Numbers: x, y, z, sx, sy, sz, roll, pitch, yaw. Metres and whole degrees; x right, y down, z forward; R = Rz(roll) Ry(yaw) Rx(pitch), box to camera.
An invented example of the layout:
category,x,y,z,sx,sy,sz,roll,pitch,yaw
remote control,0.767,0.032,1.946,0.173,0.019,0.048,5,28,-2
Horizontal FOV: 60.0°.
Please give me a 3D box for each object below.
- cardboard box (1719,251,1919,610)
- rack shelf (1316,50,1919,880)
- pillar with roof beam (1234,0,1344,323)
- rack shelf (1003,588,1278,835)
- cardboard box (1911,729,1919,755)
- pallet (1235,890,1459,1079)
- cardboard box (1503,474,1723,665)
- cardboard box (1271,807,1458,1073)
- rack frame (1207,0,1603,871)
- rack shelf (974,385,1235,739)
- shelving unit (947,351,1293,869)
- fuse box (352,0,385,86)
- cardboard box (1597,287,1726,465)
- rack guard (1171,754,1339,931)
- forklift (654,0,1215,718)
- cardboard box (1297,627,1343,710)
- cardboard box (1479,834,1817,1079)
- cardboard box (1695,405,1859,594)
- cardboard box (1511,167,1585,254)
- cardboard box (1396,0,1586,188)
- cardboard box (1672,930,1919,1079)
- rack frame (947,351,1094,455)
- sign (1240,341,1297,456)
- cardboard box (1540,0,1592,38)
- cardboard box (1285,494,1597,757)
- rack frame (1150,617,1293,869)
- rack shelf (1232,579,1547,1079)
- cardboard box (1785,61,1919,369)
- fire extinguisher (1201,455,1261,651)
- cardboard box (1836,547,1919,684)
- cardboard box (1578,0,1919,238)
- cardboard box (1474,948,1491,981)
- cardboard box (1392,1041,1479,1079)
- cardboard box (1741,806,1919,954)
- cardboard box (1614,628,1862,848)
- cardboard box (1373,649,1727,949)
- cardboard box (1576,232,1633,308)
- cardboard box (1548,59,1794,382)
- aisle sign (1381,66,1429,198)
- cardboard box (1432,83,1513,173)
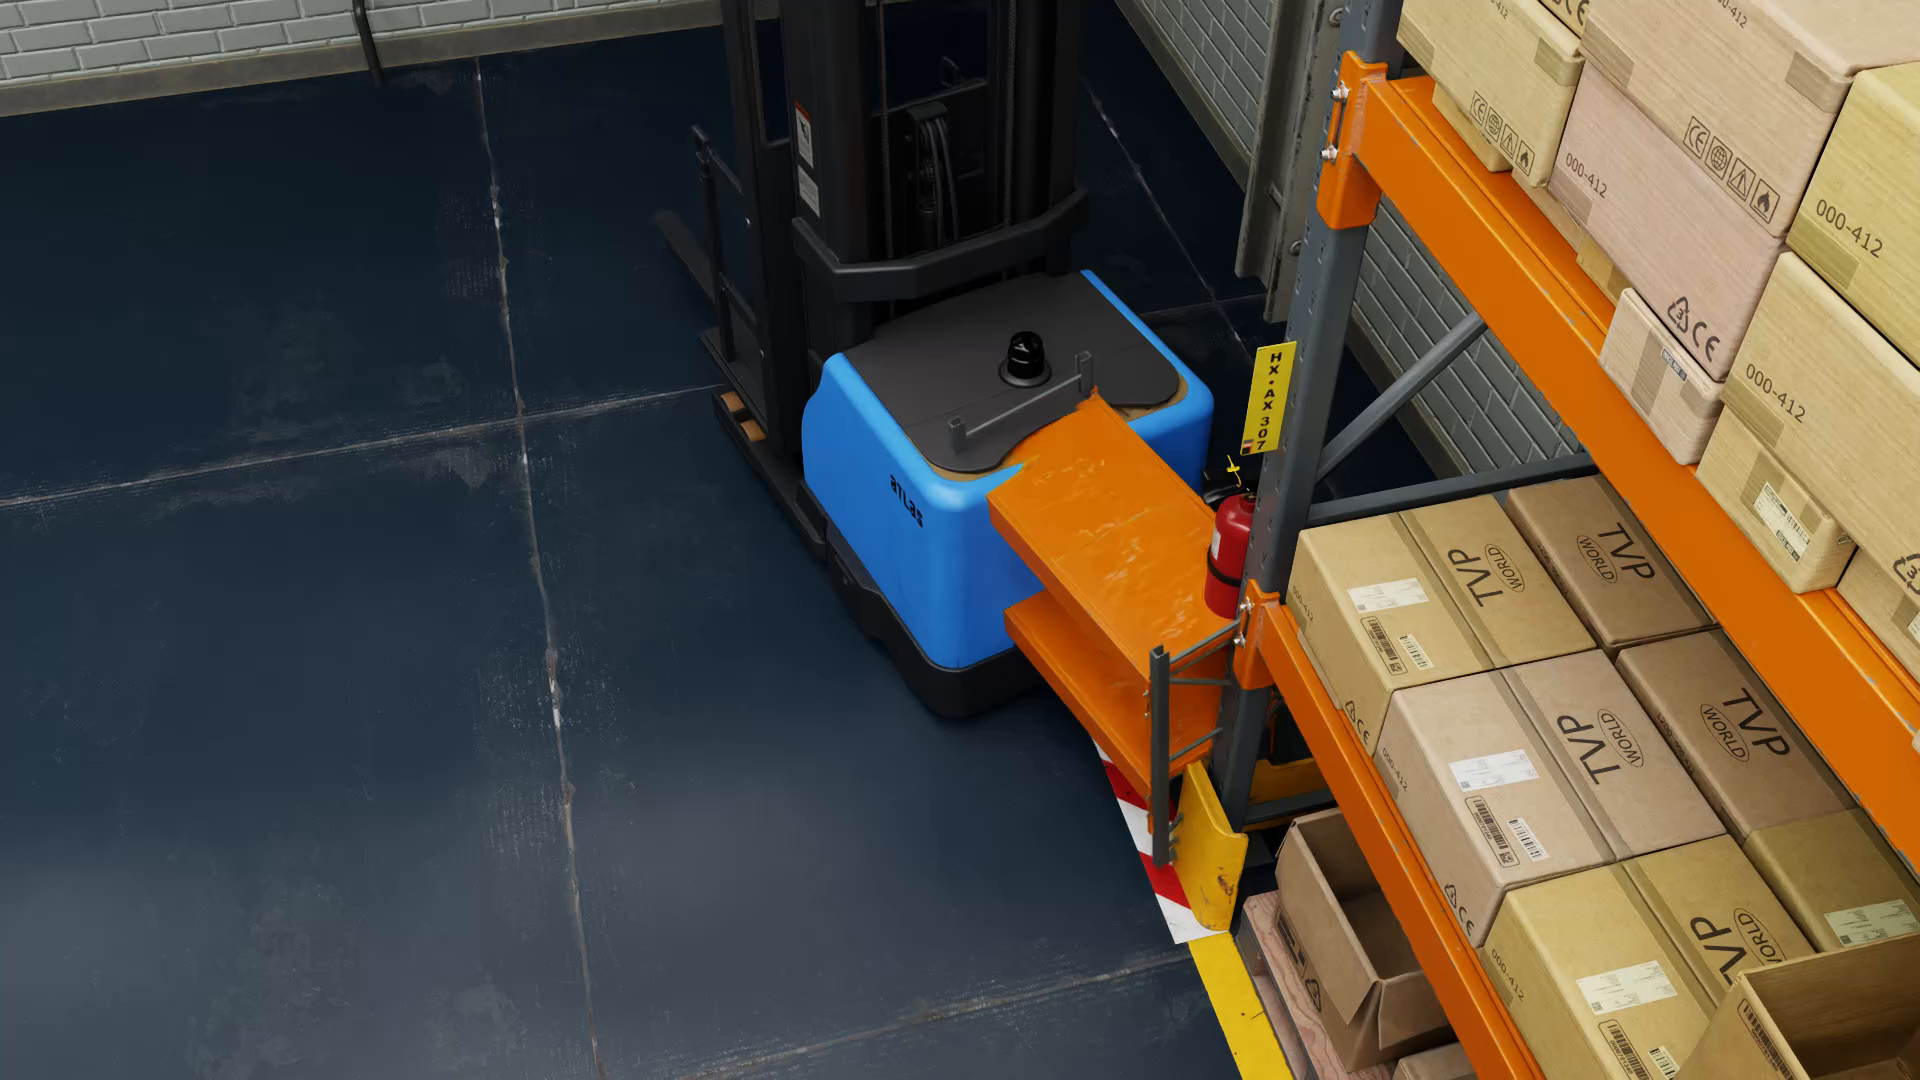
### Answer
category,x,y,z,sx,sy,sz,roll,pitch,yaw
cardboard box,1.361,-0.164,2.107,0.500,0.250,0.500,-12,47,-12
rack shelf,1.755,0.461,2.102,1.077,0.370,4.000,-11,47,-10
pillar with roof beam,-2.738,-3.461,3.341,9.100,9.000,0.400,-11,47,-10
rack shelf,0.522,0.378,5.284,0.538,0.278,1.000,-28,53,-16
cardboard box,1.398,0.255,1.976,0.380,0.149,0.250,-11,47,-10
pallet,1.467,1.457,4.675,1.003,0.211,1.213,-11,47,-10
cardboard box,1.617,0.096,3.953,0.500,0.250,0.500,-9,46,-9
cardboard box,1.308,1.045,4.580,0.797,0.503,0.637,-12,47,-12
rack frame,1.243,-0.122,4.269,1.000,3.000,0.127,-11,47,-10
rack shelf,0.471,0.037,4.872,0.538,0.278,1.000,-28,53,-16
shelving unit,0.499,0.223,5.096,0.538,1.125,1.048,-28,53,-16
fuse box,-2.953,-2.933,7.926,0.539,1.711,0.414,-11,47,-10
cardboard box,1.205,-0.274,2.494,0.380,0.149,0.250,-10,46,-9
rack guard,1.262,0.806,5.111,1.175,0.500,0.348,-11,47,-10
forklift,-0.331,-1.481,5.649,1.130,2.935,3.031,-21,49,-20
cardboard box,1.061,0.243,4.087,0.380,0.149,0.250,-11,47,-11
cardboard box,1.361,0.886,3.178,0.500,0.250,0.500,-12,47,-11
cardboard box,1.279,-0.094,2.318,0.380,0.149,0.250,-11,47,-10
cardboard box,1.192,-0.645,2.858,0.380,0.149,0.250,-10,46,-10
cardboard box,1.092,-0.867,2.796,0.500,0.250,0.500,-11,47,-11
cardboard box,1.483,0.962,2.579,0.500,0.500,0.500,-10,46,-9
rack frame,0.234,-0.095,5.392,0.500,1.125,0.032,-28,53,-16
sign,0.718,-0.326,3.863,0.100,0.325,0.005,-11,47,-10
cardboard box,1.113,-1.046,2.621,0.500,0.250,0.500,-11,47,-11
cardboard box,1.098,0.189,3.861,0.500,0.250,0.500,-10,47,-10
rack frame,0.764,0.540,4.801,0.500,1.125,0.032,-28,53,-16
rack shelf,1.755,1.511,3.173,1.077,0.370,4.000,-11,47,-10
cardboard box,1.367,-0.347,1.936,0.500,0.250,0.500,-11,47,-11
fire extinguisher,0.758,0.019,4.447,0.296,0.674,0.183,-11,47,-10
cardboard box,1.402,0.065,2.162,0.380,0.149,0.250,-11,47,-11
cardboard box,1.225,-0.691,2.274,0.500,0.250,0.500,-11,47,-11
cardboard box,1.278,0.771,3.570,0.380,0.149,0.250,-9,46,-9
cardboard box,1.379,1.469,4.412,0.380,0.149,0.250,-12,47,-12
cardboard box,1.870,0.795,3.268,0.500,0.250,0.500,-9,46,-9
cardboard box,1.748,0.452,3.604,0.500,0.250,0.500,-11,47,-10
cardboard box,1.228,0.537,3.520,0.500,0.250,0.500,-10,46,-10
cardboard box,1.241,-0.465,2.681,0.380,0.149,0.250,-11,47,-10
cardboard box,1.242,-0.520,2.456,0.500,0.250,0.500,-10,46,-10
aisle sign,0.941,-1.025,3.334,0.394,0.787,0.004,-11,47,-10
cardboard box,1.099,-0.821,3.030,0.380,0.149,0.250,-10,46,-9
